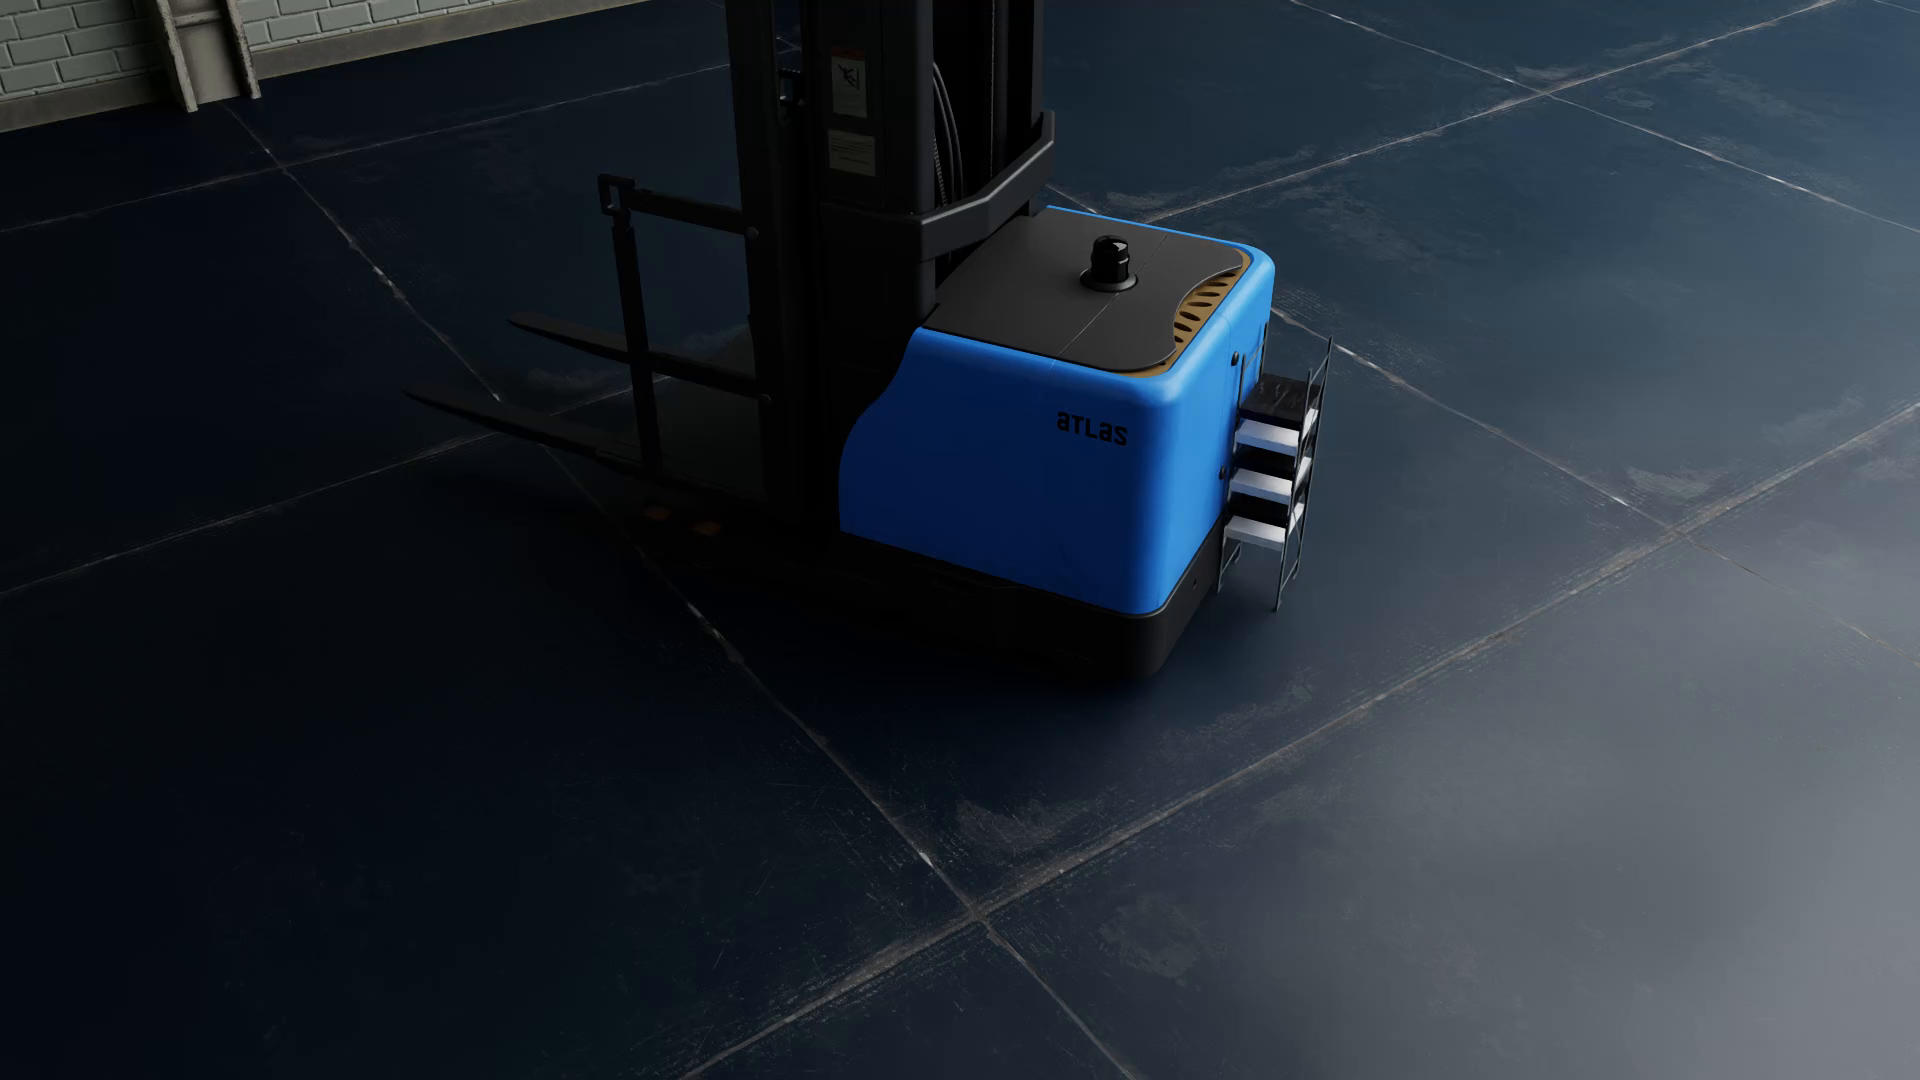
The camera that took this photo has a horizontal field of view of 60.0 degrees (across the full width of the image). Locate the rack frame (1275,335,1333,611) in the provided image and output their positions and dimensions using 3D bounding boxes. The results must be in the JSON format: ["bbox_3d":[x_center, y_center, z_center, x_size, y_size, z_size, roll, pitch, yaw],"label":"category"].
[{"bbox_3d":[1.084,-0.197,5.253,0.006,0.900,0.240,16,39,21],"label":"rack frame"}]

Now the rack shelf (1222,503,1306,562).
[{"bbox_3d":[0.993,-0.050,5.414,0.200,0.077,0.258,16,39,21],"label":"rack shelf"}]

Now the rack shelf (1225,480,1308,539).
[{"bbox_3d":[0.993,-0.123,5.362,0.200,0.077,0.258,16,39,21],"label":"rack shelf"}]

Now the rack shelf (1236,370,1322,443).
[{"bbox_3d":[0.993,-0.415,5.151,0.200,0.077,0.258,16,39,21],"label":"rack shelf"}]

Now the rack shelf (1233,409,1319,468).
[{"bbox_3d":[0.993,-0.342,5.204,0.200,0.077,0.258,16,39,21],"label":"rack shelf"}]

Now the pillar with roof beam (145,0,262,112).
[{"bbox_3d":[-1.606,-4.039,3.658,0.400,9.000,9.100,-22,41,-28],"label":"pillar with roof beam"}]

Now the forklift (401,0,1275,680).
[{"bbox_3d":[-0.561,-1.351,5.118,3.031,2.935,1.130,16,39,21],"label":"forklift"}]

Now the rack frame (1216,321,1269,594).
[{"bbox_3d":[0.901,-0.249,5.326,0.006,0.900,0.240,16,39,21],"label":"rack frame"}]

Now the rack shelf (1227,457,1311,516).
[{"bbox_3d":[0.993,-0.196,5.309,0.200,0.077,0.258,16,39,21],"label":"rack shelf"}]

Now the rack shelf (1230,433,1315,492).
[{"bbox_3d":[0.993,-0.269,5.256,0.200,0.077,0.258,16,39,21],"label":"rack shelf"}]

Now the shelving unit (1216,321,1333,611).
[{"bbox_3d":[0.993,-0.223,5.289,0.210,0.900,0.258,16,39,21],"label":"shelving unit"}]
